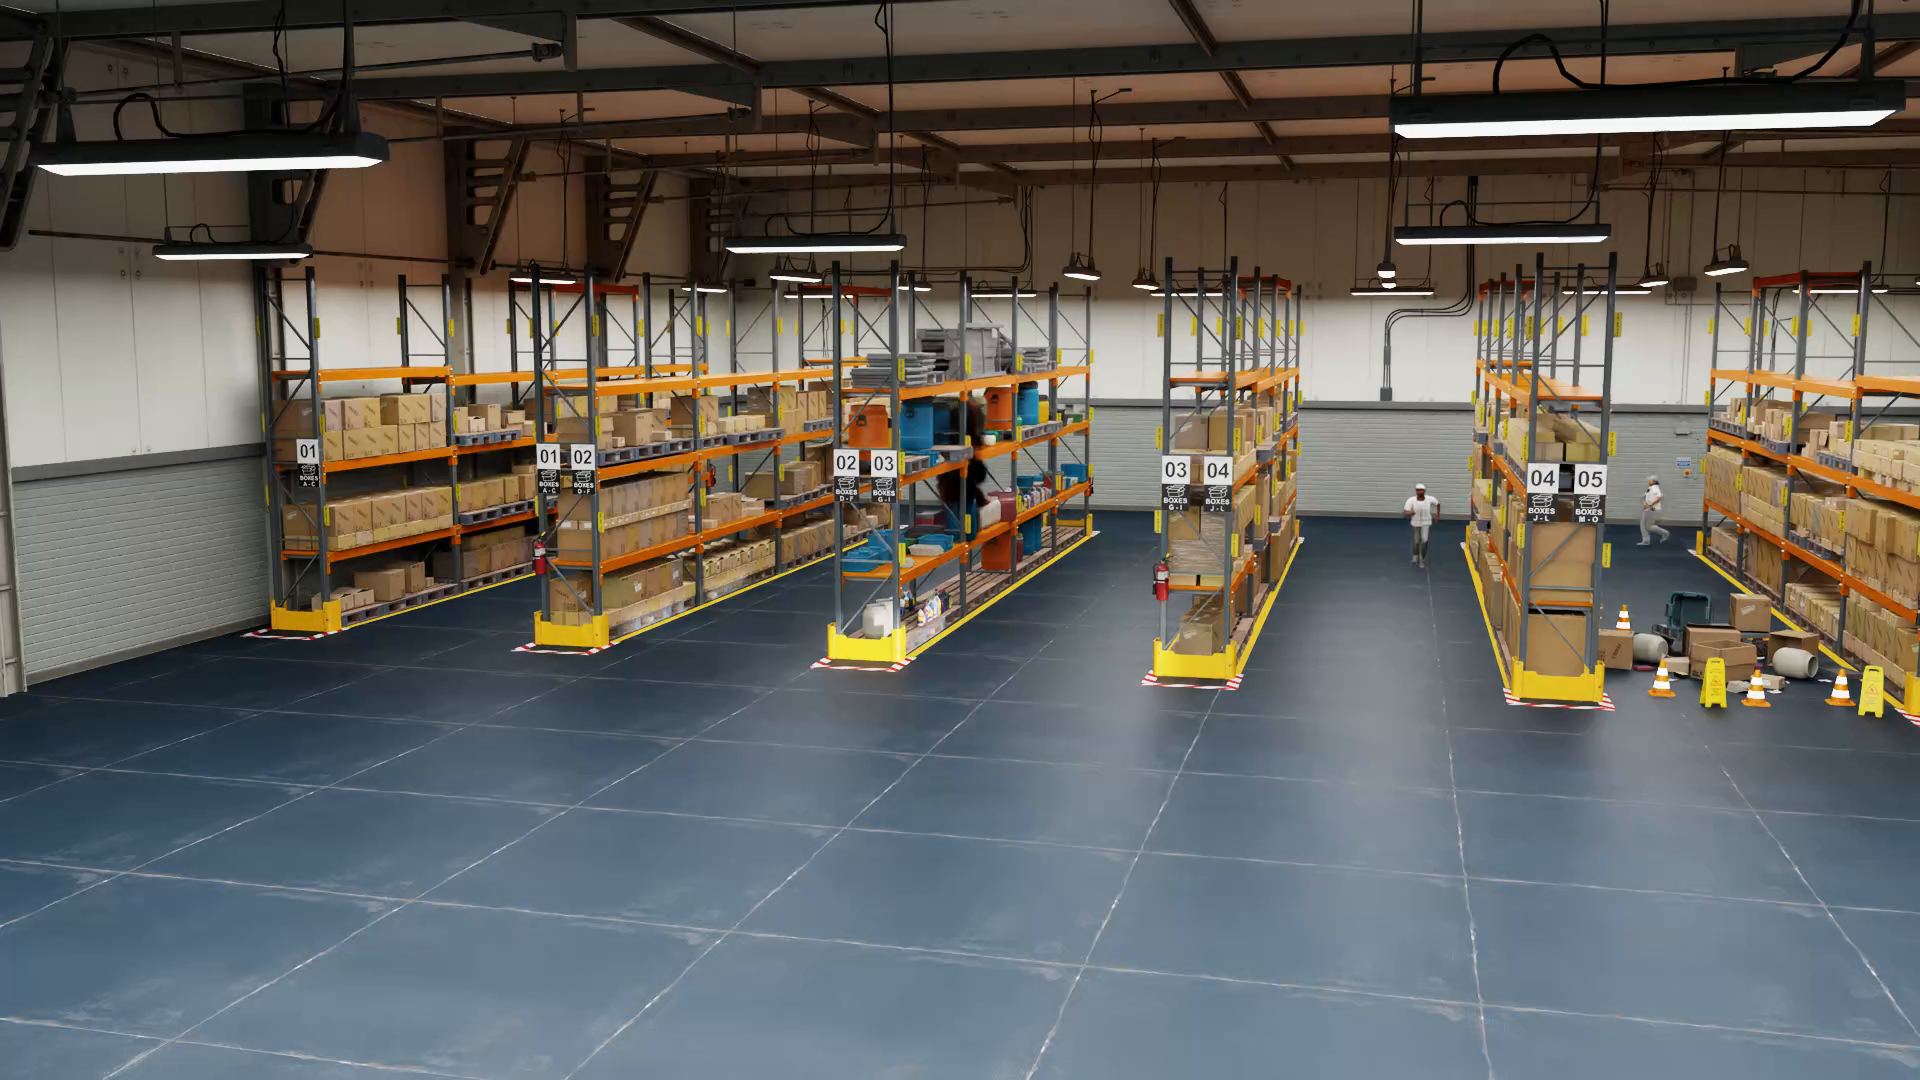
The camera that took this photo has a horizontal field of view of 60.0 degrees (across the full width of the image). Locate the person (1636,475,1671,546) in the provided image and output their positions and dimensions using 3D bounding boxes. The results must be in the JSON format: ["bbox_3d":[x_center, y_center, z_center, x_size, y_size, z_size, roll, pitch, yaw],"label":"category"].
[{"bbox_3d":[16.038,-0.675,38.400,0.713,1.640,0.584,2,8,16],"label":"person"}]

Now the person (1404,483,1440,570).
[{"bbox_3d":[9.691,-0.295,34.924,0.708,1.801,0.891,3,8,20],"label":"person"}]
